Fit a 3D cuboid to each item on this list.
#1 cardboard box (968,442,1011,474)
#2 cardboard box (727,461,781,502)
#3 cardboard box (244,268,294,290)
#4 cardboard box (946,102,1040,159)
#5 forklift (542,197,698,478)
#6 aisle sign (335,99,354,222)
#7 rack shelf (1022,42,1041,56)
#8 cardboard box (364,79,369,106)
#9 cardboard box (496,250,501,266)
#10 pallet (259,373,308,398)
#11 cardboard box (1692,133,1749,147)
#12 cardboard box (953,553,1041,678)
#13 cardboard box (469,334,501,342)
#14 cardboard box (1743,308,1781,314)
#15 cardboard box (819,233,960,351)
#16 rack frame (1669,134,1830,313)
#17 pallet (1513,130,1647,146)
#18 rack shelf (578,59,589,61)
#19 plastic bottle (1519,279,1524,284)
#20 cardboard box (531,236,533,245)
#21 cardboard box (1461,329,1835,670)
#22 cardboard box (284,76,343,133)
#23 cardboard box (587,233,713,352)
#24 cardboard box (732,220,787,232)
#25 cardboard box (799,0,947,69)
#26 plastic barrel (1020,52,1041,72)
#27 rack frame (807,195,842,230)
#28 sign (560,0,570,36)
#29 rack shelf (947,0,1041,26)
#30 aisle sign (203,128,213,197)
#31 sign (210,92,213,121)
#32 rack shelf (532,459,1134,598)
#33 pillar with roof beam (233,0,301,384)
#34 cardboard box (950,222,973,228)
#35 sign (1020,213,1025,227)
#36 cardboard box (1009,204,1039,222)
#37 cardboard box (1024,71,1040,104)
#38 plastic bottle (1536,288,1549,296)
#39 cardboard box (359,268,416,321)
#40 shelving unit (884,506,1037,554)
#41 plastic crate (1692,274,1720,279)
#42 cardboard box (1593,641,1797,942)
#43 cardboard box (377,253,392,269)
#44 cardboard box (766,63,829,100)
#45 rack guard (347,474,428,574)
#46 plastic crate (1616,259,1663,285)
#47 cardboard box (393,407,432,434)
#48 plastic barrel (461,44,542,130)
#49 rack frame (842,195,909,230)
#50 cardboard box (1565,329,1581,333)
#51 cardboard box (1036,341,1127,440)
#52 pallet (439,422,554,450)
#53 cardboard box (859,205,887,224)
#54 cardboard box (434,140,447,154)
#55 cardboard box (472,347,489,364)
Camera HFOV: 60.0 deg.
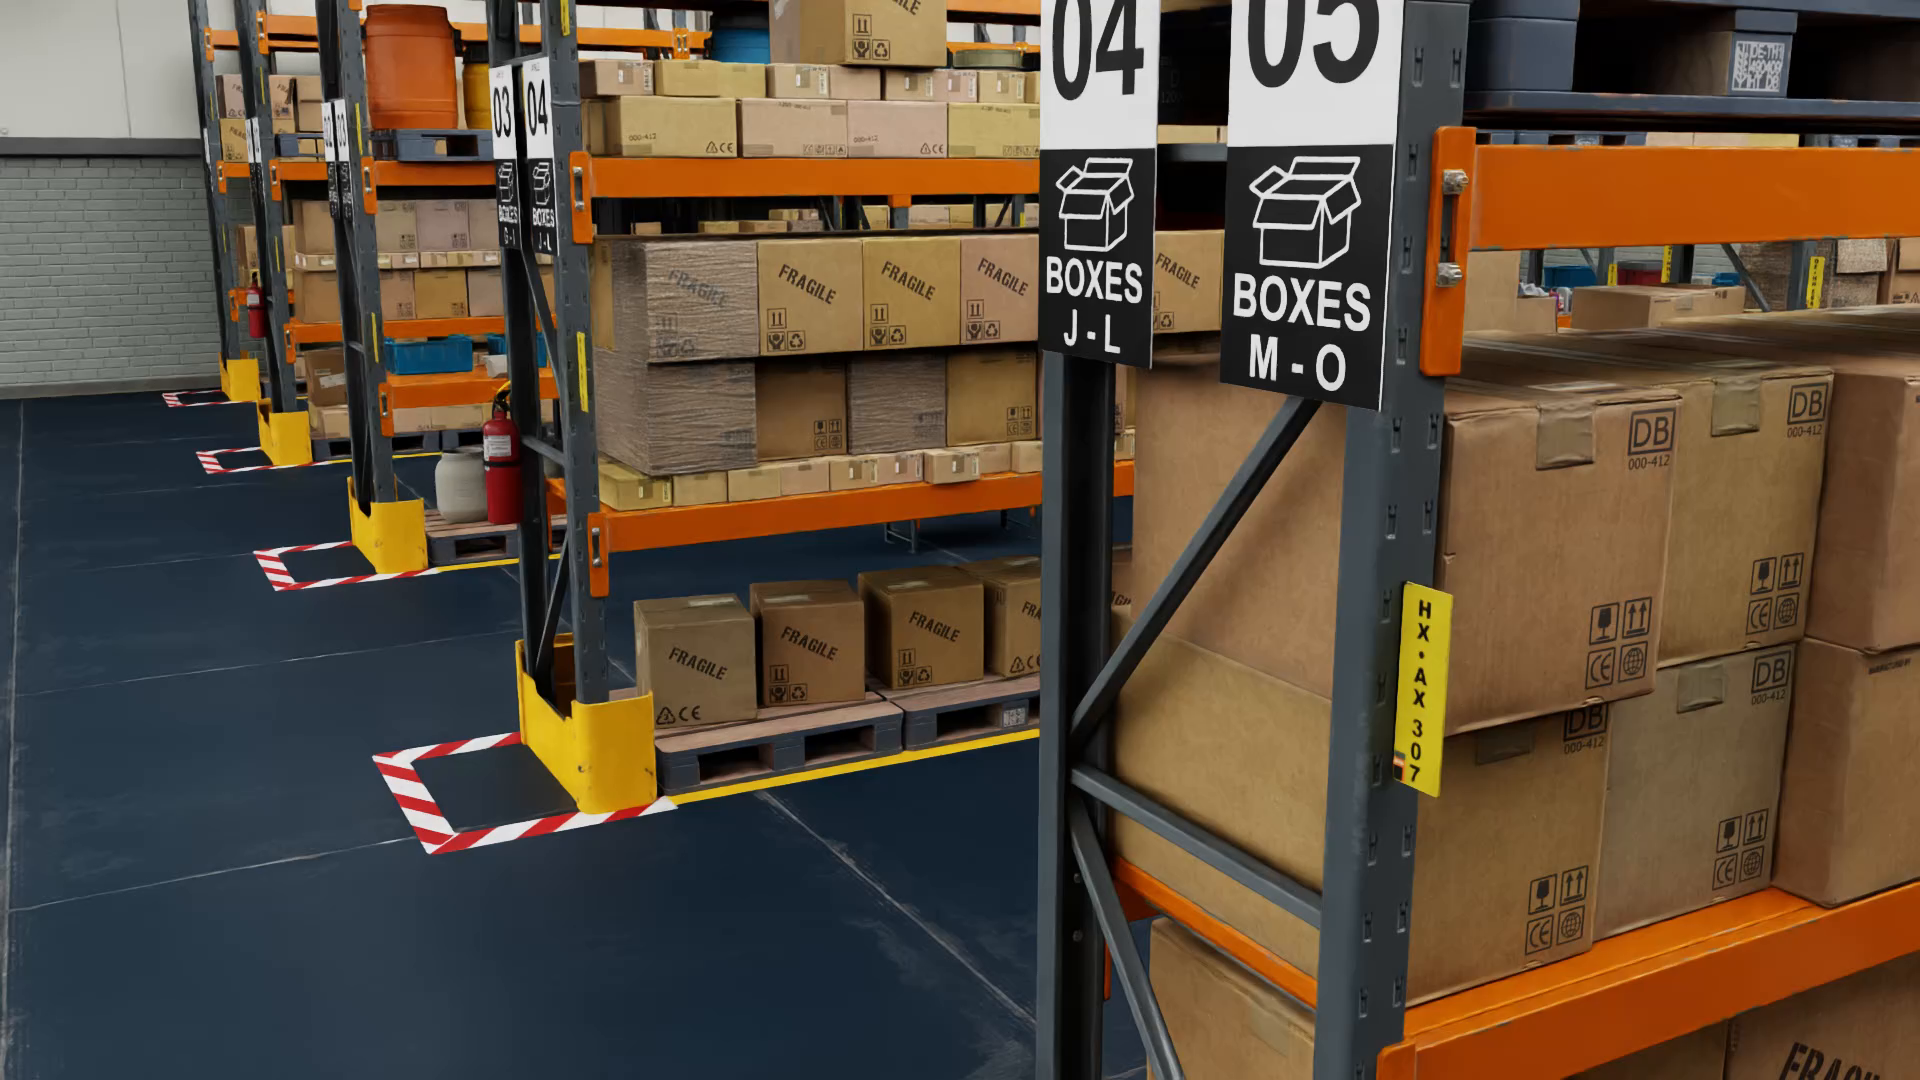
[{"bbox_3d":[0.055,-0.433,8.272,0.250,0.149,0.380,-7,14,-28],"label":"cardboard box"},{"bbox_3d":[-1.009,-0.288,7.628,0.250,0.149,0.380,-7,14,-28],"label":"cardboard box"},{"bbox_3d":[-8.368,-3.171,20.163,0.500,0.250,0.500,-7,15,-29],"label":"cardboard box"},{"bbox_3d":[0.059,-1.934,7.880,0.500,0.250,0.500,-6,14,-26],"label":"cardboard box"},{"bbox_3d":[-3.102,-2.030,14.955,3.031,2.935,1.130,11,17,40],"label":"forklift"},{"bbox_3d":[-4.125,-2.539,11.139,0.004,0.787,0.394,-7,14,-28],"label":"aisle sign"},{"bbox_3d":[2.205,-5.723,20.091,4.000,0.370,1.077,-7,14,-28],"label":"rack shelf"},{"bbox_3d":[-7.334,-5.508,20.870,0.500,0.500,0.500,-7,14,-28],"label":"cardboard box"},{"bbox_3d":[-4.544,-2.844,16.710,0.250,0.149,0.380,-6,14,-26],"label":"cardboard box"},{"bbox_3d":[-8.152,-1.970,20.883,1.213,0.211,1.003,-7,14,-28],"label":"pallet"},{"bbox_3d":[4.464,-2.460,10.218,0.500,0.250,0.500,-7,14,-28],"label":"cardboard box"},{"bbox_3d":[0.306,0.390,8.781,0.500,0.500,0.500,-8,15,-33],"label":"cardboard box"},{"bbox_3d":[-6.330,-2.543,21.769,0.500,0.500,0.500,-8,15,-32],"label":"cardboard box"},{"bbox_3d":[5.508,-1.370,11.639,0.500,0.500,0.500,-6,14,-26],"label":"cardboard box"},{"bbox_3d":[-0.335,-1.171,7.800,0.500,0.500,0.500,-7,14,-28],"label":"cardboard box"},{"bbox_3d":[5.193,-1.222,11.207,0.127,3.000,1.000,-7,14,-28],"label":"rack frame"},{"bbox_3d":[3.184,-2.327,9.713,1.003,0.211,1.213,-7,14,-28],"label":"pallet"},{"bbox_3d":[-3.682,-6.256,22.461,4.000,0.370,1.077,-7,14,-28],"label":"rack shelf"},{"bbox_3d":[5.831,-2.594,17.417,0.185,0.351,0.144,-7,14,-28],"label":"plastic bottle"},{"bbox_3d":[-4.330,-3.238,16.985,0.500,0.500,0.700,-7,14,-28],"label":"cardboard box"},{"bbox_3d":[1.242,-0.121,3.514,0.550,0.550,0.875,-7,14,-28],"label":"cardboard box"},{"bbox_3d":[-6.066,-4.136,15.815,0.637,0.503,0.797,-6,14,-24],"label":"cardboard box"},{"bbox_3d":[-1.464,-1.167,7.782,0.500,0.500,0.500,-7,14,-28],"label":"cardboard box"},{"bbox_3d":[-2.812,-4.234,23.360,0.500,0.500,0.700,-8,15,-33],"label":"cardboard box"},{"bbox_3d":[-0.396,-2.386,7.502,0.500,0.500,0.500,-7,14,-28],"label":"cardboard box"},{"bbox_3d":[0.800,-3.697,14.229,0.708,0.901,0.600,-7,14,-28],"label":"plastic barrel"},{"bbox_3d":[-1.927,-4.086,23.932,0.127,3.000,1.000,-7,14,-28],"label":"rack frame"},{"bbox_3d":[-1.569,-2.166,6.577,0.005,0.325,0.100,-7,14,-28],"label":"sign"},{"bbox_3d":[1.065,-4.347,13.977,4.000,0.370,1.077,-7,14,-28],"label":"rack shelf"},{"bbox_3d":[-8.868,-4.447,19.616,0.004,0.787,0.394,-7,14,-28],"label":"aisle sign"},{"bbox_3d":[-8.689,-5.029,19.302,0.005,0.325,0.100,-7,14,-28],"label":"sign"},{"bbox_3d":[-0.073,-0.240,8.481,4.000,0.370,1.077,-7,14,-28],"label":"rack shelf"},{"bbox_3d":[-6.686,-5.582,16.915,0.400,9.000,9.100,-7,14,-28],"label":"pillar with roof beam"},{"bbox_3d":[-0.024,-4.453,24.612,0.500,0.500,0.500,-6,14,-26],"label":"cardboard box"},{"bbox_3d":[0.719,-3.590,19.091,0.005,0.325,0.100,-7,14,-28],"label":"sign"},{"bbox_3d":[0.843,-4.926,25.005,0.500,0.250,0.500,-6,14,-27],"label":"cardboard box"},{"bbox_3d":[0.381,-2.156,7.960,0.250,0.149,0.380,-6,14,-25],"label":"cardboard box"},{"bbox_3d":[5.819,-2.395,16.700,0.135,0.276,0.152,-7,14,-28],"label":"plastic bottle"},{"bbox_3d":[-5.697,-2.441,16.398,0.500,0.500,0.700,-6,14,-26],"label":"cardboard box"},{"bbox_3d":[0.006,-0.549,12.489,1.048,1.125,0.538,-7,14,-28],"label":"shelving unit"},{"bbox_3d":[8.312,-2.865,18.751,0.300,0.233,0.416,-7,14,-28],"label":"plastic crate"},{"bbox_3d":[1.235,0.403,3.644,0.550,0.550,0.875,-7,14,-28],"label":"cardboard box"},{"bbox_3d":[-5.674,-2.709,16.110,0.250,0.149,0.380,-7,14,-28],"label":"cardboard box"},{"bbox_3d":[-0.766,-2.023,7.369,0.250,0.149,0.380,-6,14,-26],"label":"cardboard box"},{"bbox_3d":[-4.158,-0.132,12.059,0.348,0.500,1.175,-7,14,-28],"label":"rack guard"},{"bbox_3d":[7.235,-2.703,17.507,0.583,0.464,0.402,-7,14,-28],"label":"plastic crate"},{"bbox_3d":[-5.558,-1.220,16.505,0.500,0.250,0.500,-7,14,-28],"label":"cardboard box"},{"bbox_3d":[-3.262,-3.239,11.954,0.600,0.588,0.600,0,13,0],"label":"plastic barrel"},{"bbox_3d":[-0.691,-1.756,13.578,0.127,3.000,1.000,-7,14,-28],"label":"rack frame"},{"bbox_3d":[3.859,-1.134,10.165,0.258,0.266,0.396,-7,15,-29],"label":"cardboard box"},{"bbox_3d":[0.411,-0.842,8.612,0.500,0.500,0.875,-7,14,-28],"label":"cardboard box"},{"bbox_3d":[-4.851,-1.145,17.218,1.213,0.211,1.003,-7,14,-28],"label":"pallet"},{"bbox_3d":[-1.380,-4.656,23.808,0.500,0.250,0.500,-6,14,-27],"label":"cardboard box"},{"bbox_3d":[-6.681,-4.970,20.755,0.500,0.500,0.500,-7,15,-30],"label":"cardboard box"},{"bbox_3d":[-4.677,-1.690,16.884,0.500,0.500,0.500,-7,14,-28],"label":"cardboard box"}]
